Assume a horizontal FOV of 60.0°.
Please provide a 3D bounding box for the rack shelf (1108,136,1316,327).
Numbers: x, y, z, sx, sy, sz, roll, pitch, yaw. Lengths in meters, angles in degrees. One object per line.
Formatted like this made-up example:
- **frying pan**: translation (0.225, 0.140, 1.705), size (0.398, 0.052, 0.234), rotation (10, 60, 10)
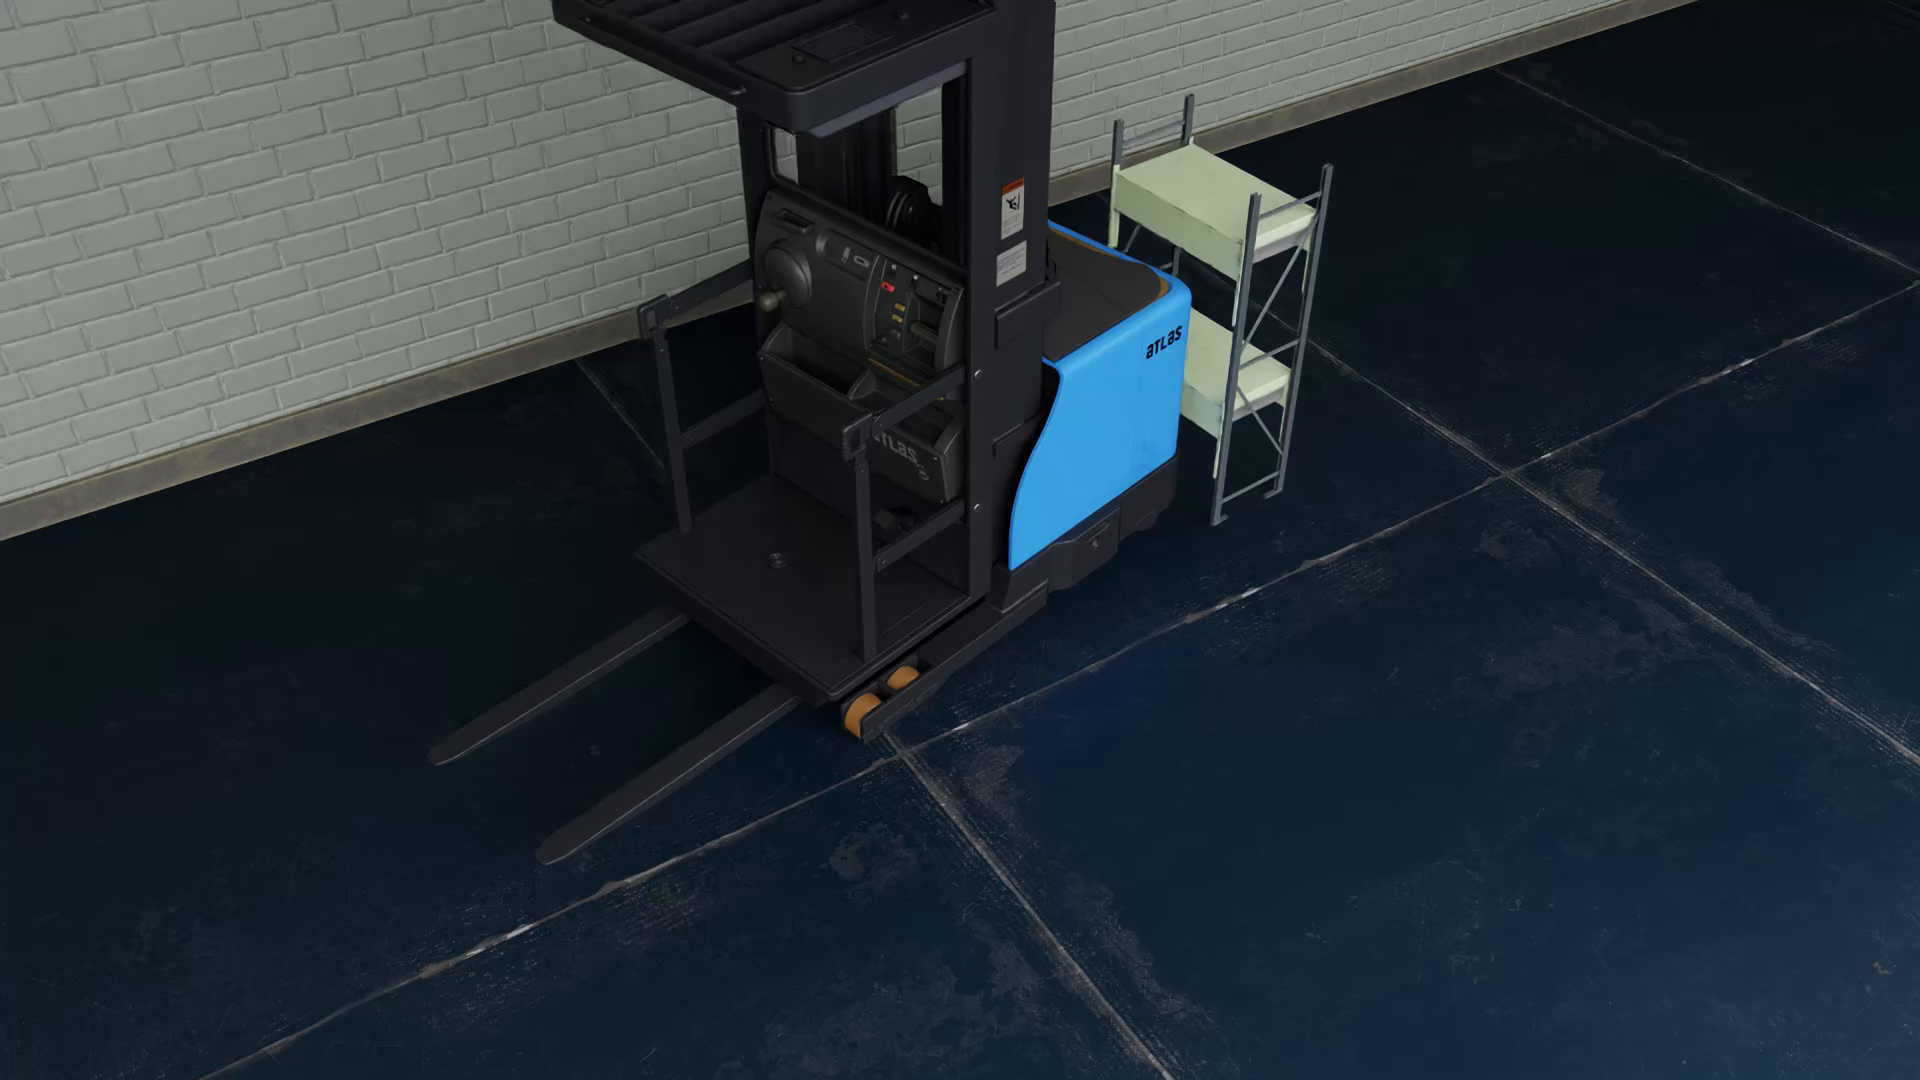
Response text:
- **rack shelf**: translation (0.971, -1.201, 6.410), size (0.431, 0.370, 0.720), rotation (-26, 46, -27)

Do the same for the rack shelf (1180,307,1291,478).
- **rack shelf**: translation (0.971, -0.651, 6.869), size (0.431, 0.370, 0.720), rotation (-26, 46, -27)

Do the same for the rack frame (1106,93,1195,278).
- **rack frame**: translation (0.752, -1.089, 6.885), size (0.400, 1.500, 0.023), rotation (-26, 46, -27)

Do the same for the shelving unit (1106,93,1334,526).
- **shelving unit**: translation (0.971, -0.901, 6.660), size (0.431, 1.500, 0.755), rotation (-26, 46, -27)

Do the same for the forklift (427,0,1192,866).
- **forklift**: translation (-0.494, -0.789, 5.407), size (1.130, 2.935, 3.031), rotation (31, 49, 32)

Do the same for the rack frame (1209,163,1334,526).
- **rack frame**: translation (1.191, -0.714, 6.435), size (0.400, 1.500, 0.023), rotation (-26, 46, -27)
